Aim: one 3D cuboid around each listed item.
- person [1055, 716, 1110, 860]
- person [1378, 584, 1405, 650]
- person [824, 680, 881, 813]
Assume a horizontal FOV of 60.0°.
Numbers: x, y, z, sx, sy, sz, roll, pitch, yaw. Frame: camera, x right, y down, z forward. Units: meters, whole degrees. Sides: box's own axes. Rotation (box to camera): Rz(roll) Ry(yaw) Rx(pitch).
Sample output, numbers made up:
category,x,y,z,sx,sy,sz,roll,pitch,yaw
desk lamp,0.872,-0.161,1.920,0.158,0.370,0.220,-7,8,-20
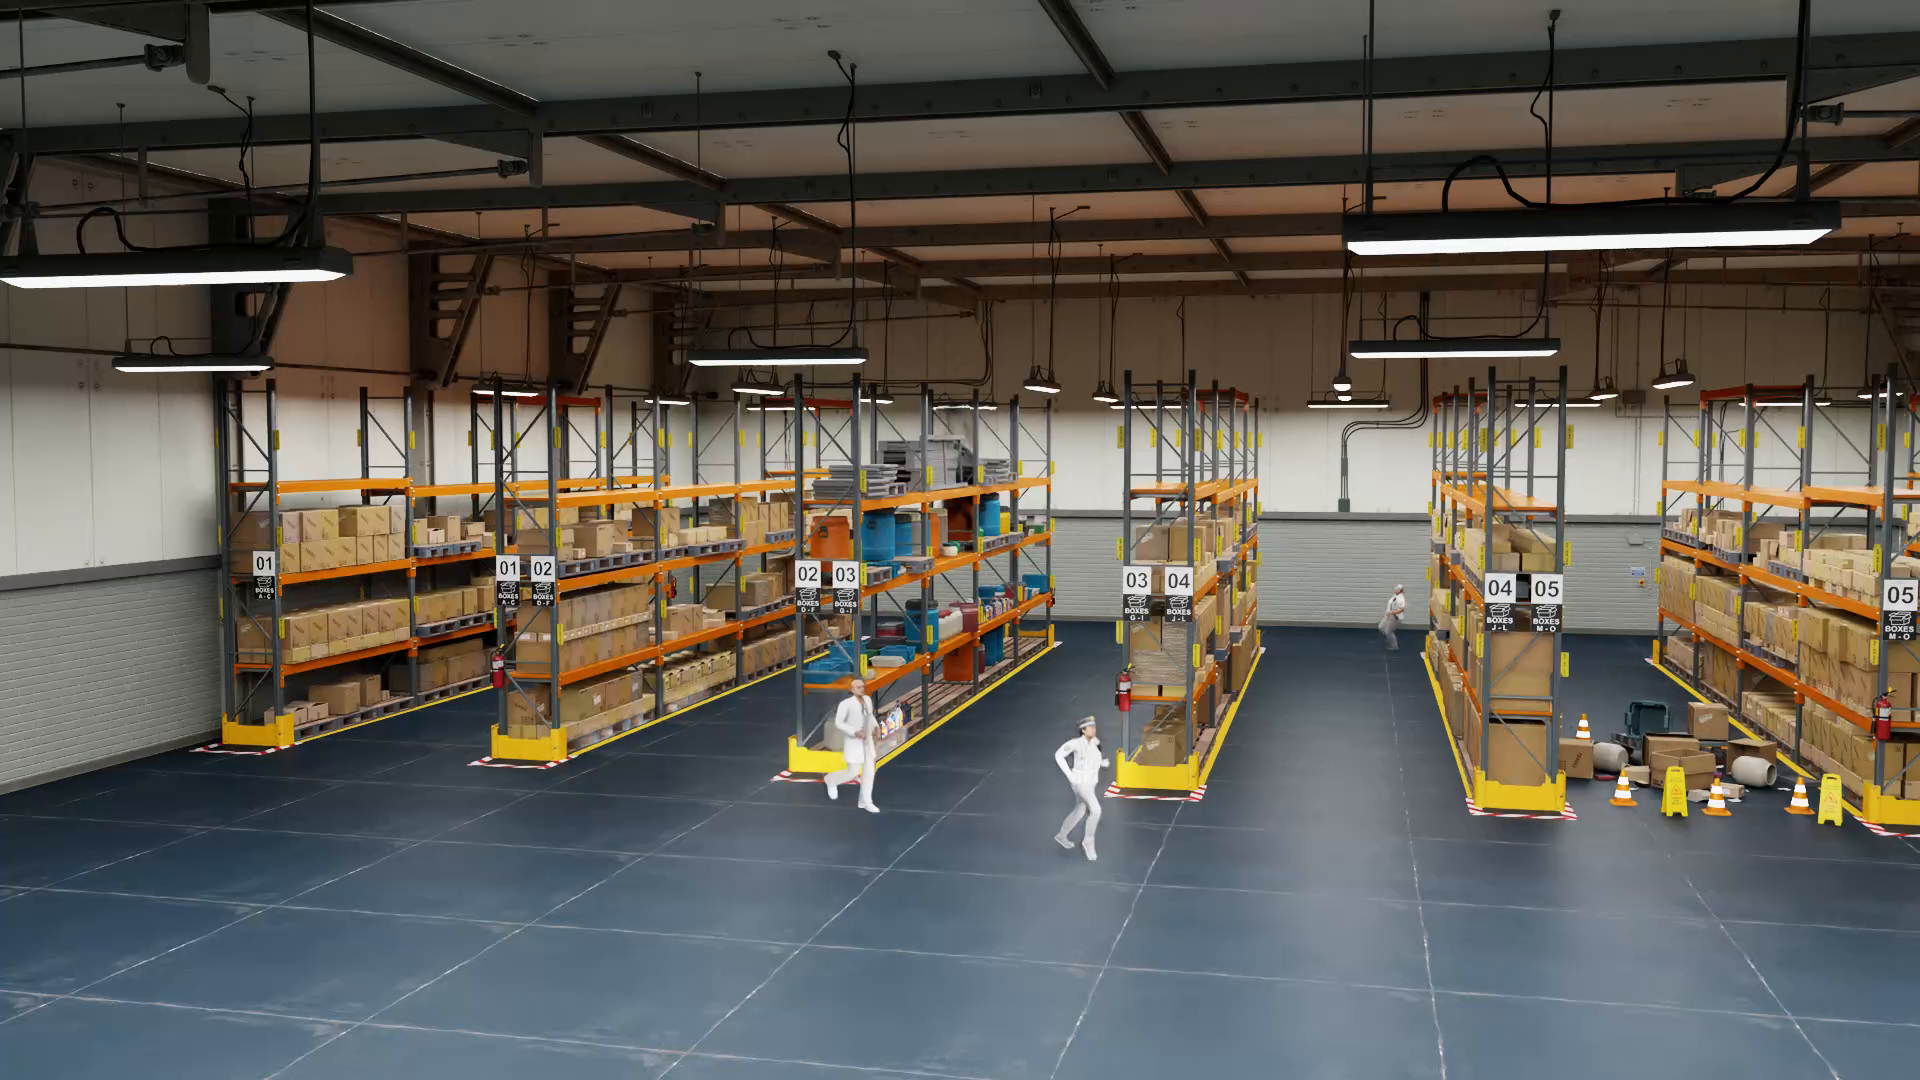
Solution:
category,x,y,z,sx,sy,sz,roll,pitch,yaw
person,1.471,2.965,20.079,0.777,1.731,0.592,3,4,40
person,10.248,1.837,39.512,0.527,1.601,0.732,0,3,-2
person,-1.422,2.774,22.640,0.719,1.777,0.921,-3,5,-44
